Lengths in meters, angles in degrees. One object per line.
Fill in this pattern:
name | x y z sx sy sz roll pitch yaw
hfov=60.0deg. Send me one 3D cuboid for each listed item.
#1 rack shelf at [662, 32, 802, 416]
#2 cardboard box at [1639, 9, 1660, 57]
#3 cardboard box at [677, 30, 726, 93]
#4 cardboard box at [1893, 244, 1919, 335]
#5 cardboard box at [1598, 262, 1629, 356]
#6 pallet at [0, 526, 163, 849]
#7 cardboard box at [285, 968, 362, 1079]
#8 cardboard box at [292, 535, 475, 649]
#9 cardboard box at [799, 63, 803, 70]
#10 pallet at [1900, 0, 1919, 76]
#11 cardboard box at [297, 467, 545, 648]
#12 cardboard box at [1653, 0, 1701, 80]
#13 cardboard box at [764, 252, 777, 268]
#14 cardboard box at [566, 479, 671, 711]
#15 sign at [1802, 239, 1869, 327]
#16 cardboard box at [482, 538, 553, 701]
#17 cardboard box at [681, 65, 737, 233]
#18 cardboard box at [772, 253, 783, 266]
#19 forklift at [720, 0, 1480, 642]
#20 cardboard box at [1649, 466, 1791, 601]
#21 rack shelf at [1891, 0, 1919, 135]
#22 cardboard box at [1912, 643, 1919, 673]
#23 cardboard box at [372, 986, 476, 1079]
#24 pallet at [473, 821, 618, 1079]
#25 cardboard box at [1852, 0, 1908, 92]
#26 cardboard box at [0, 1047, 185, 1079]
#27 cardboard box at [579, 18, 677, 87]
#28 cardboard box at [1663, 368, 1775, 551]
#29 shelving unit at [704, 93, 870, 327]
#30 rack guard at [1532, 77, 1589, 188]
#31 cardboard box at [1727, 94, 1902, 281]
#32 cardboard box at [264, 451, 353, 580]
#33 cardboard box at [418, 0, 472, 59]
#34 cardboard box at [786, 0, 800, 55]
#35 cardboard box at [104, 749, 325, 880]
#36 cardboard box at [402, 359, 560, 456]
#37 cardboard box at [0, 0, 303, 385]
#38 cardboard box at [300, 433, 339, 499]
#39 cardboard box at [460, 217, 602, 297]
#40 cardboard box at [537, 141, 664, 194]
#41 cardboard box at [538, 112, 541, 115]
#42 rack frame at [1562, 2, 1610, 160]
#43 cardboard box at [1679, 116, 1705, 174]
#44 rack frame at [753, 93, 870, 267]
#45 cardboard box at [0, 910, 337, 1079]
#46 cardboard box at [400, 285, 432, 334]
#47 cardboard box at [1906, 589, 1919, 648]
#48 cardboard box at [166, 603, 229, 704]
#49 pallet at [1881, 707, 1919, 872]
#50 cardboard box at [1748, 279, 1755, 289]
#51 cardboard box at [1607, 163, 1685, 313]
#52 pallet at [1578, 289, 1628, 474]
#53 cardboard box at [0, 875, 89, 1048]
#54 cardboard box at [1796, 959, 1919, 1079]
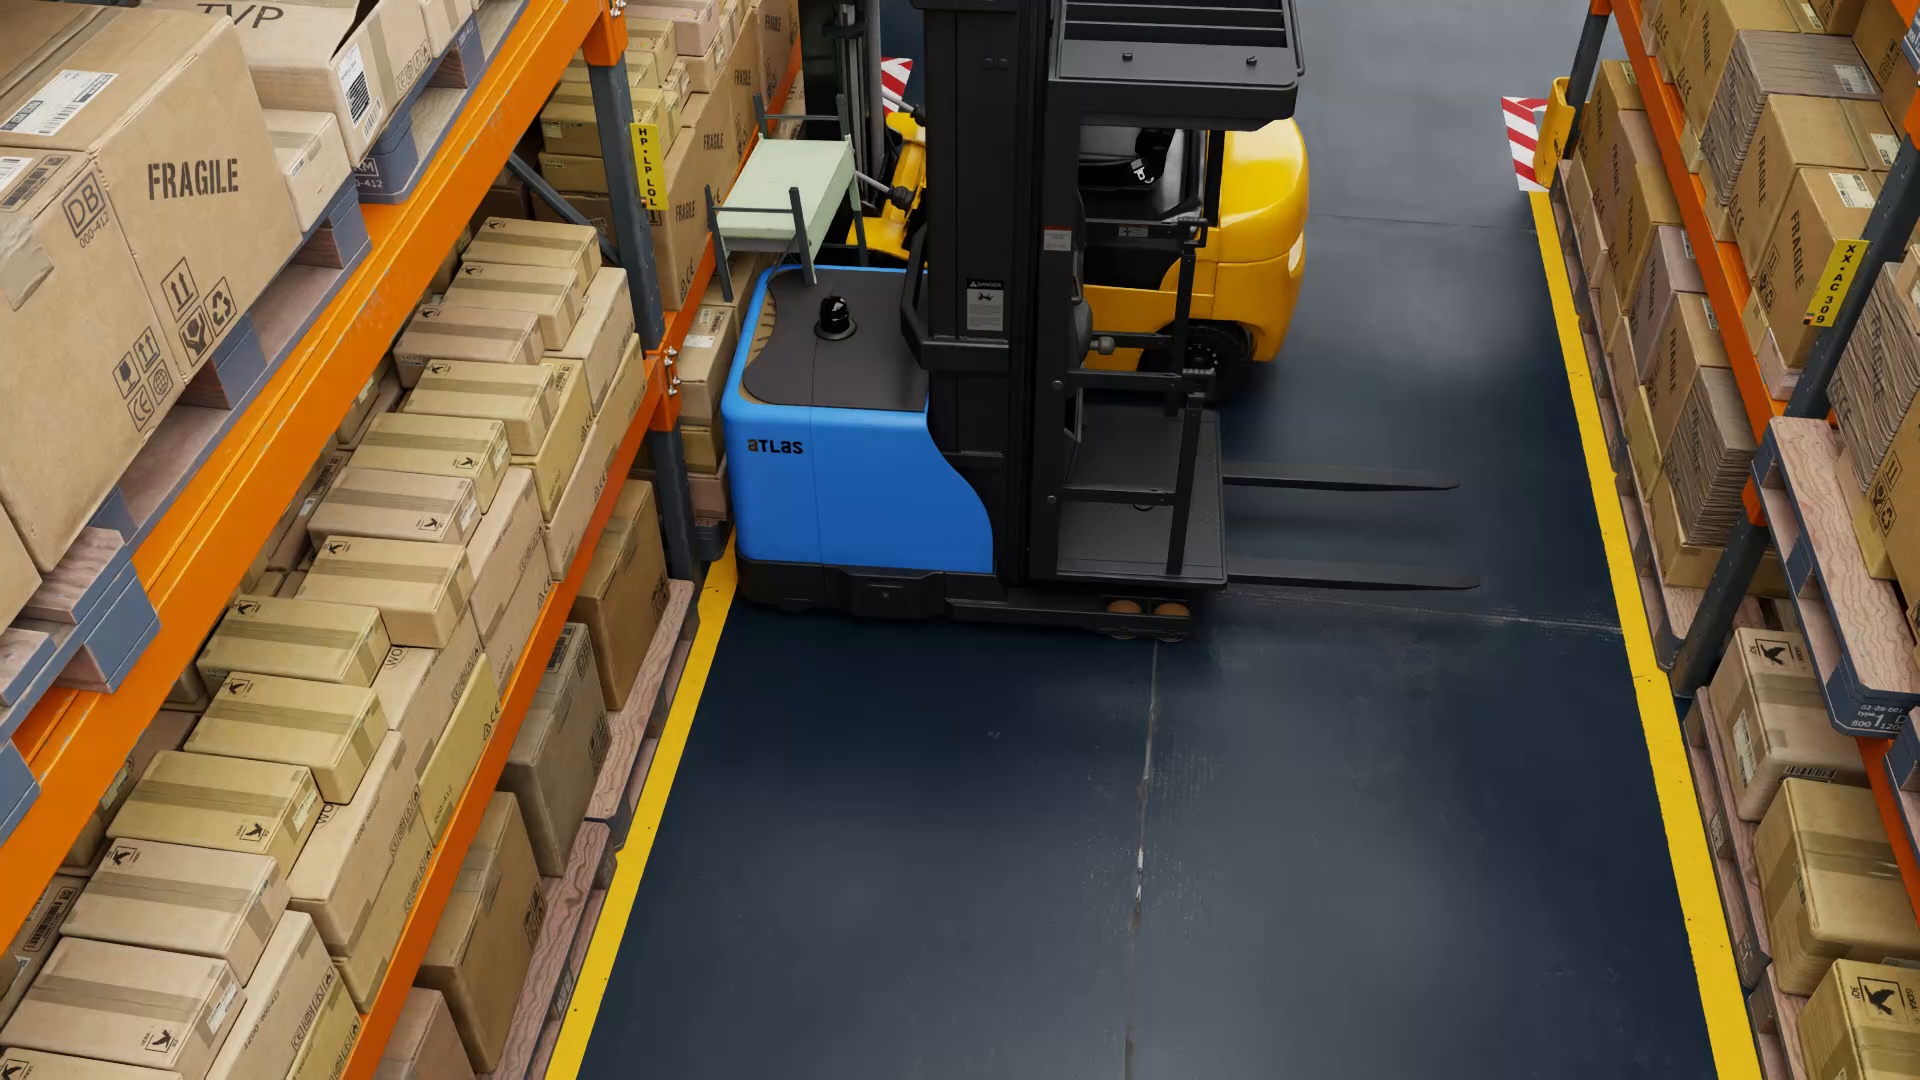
rack shelf | -1.325 -2.009 7.714 1.077 0.370 4.000 5 44 6
cardboard box | 3.396 -2.365 7.749 0.380 0.149 0.250 6 44 6
cardboard box | -1.141 -1.891 6.521 0.380 0.149 0.250 6 44 6
cardboard box | 2.919 -0.703 4.744 0.380 0.149 0.250 5 44 5
cardboard box | 3.345 -1.094 7.918 0.500 0.250 0.500 8 44 8
pallet | -2.117 0.327 2.678 1.213 0.211 1.003 7 44 7
cardboard box | -1.746 1.251 3.857 0.500 0.250 0.500 4 44 5
cardboard box | -1.512 0.135 4.381 0.380 0.149 0.250 4 44 4
cardboard box | -0.874 -2.460 8.634 0.500 0.250 0.500 6 44 6
pallet | 3.144 -1.069 4.152 1.213 0.211 1.003 5 44 6
cardboard box | -1.535 0.022 4.790 0.500 0.250 0.500 6 44 6
cardboard box | 3.391 -2.331 7.241 0.500 0.500 0.500 4 44 5
cardboard box | -1.082 -1.413 7.528 0.500 0.250 0.500 7 44 7
cardboard box | -1.647 0.159 6.322 0.875 0.625 0.625 7 44 7
sign | 2.792 -0.817 5.302 0.100 0.325 0.005 5 44 6
cardboard box | -1.554 0.193 4.974 0.500 0.250 0.500 5 44 6
cardboard box | -1.219 -1.579 6.663 0.500 0.500 0.500 6 44 6
cardboard box | -1.077 -1.230 7.698 0.500 0.250 0.500 5 44 5
forklift | 0.623 -1.030 6.206 3.031 2.935 1.130 3 44 3
cardboard box | 3.143 -0.040 6.805 0.500 0.250 0.500 7 44 7
rack shelf | 3.596 -2.650 6.209 1.077 0.370 4.000 5 44 6
cardboard box | 2.866 0.369 4.556 0.380 0.149 0.250 6 44 6
cardboard box | -1.944 1.658 4.739 0.875 0.625 0.625 7 44 7
pallet | -1.807 1.444 5.571 1.003 0.211 1.213 5 44 6
cardboard box | 3.787 -1.932 6.093 0.700 0.500 0.500 4 44 5
cardboard box | -1.750 1.174 3.284 0.380 0.149 0.250 6 44 6
cardboard box | -1.283 -1.839 6.249 0.380 0.149 0.250 5 44 5
cardboard box | 3.143 -0.313 6.548 0.500 0.500 0.500 5 44 5
shelving unit | -0.689 -1.080 7.261 0.431 1.500 0.755 4 44 12
rack guard | 3.850 -2.225 9.237 1.175 0.500 0.348 5 44 6
cardboard box | 3.205 -1.280 6.131 0.500 0.500 0.500 7 44 7
cardboard box | -2.066 -0.022 4.837 0.500 0.250 0.500 4 44 5
cardboard box | -1.434 -1.317 4.082 0.380 0.149 0.250 5 44 5
cardboard box | -1.010 -2.609 7.751 0.500 0.500 0.500 4 44 5
cardboard box | -1.716 0.643 3.844 0.380 0.149 0.250 6 44 6
cardboard box | -1.418 -0.396 4.942 0.380 0.149 0.250 4 44 4
cardboard box | -1.646 -0.661 3.134 0.500 0.500 0.500 6 44 7
cardboard box | -2.041 -0.268 4.807 0.380 0.149 0.250 5 44 5
cardboard box | -1.414 -0.926 5.502 0.380 0.149 0.250 7 44 7
cardboard box | -1.286 -1.373 5.974 0.380 0.149 0.250 5 44 5
cardboard box | -1.759 -1.775 6.399 0.380 0.149 0.250 6 44 7
rack frame | 3.860 -3.185 8.432 1.000 3.000 0.127 5 44 6
cardboard box | 3.264 -1.657 7.001 0.380 0.149 0.250 6 44 6
rack frame | -0.617 -1.328 7.519 0.400 1.500 0.023 4 44 12
cardboard box | -1.750 1.070 3.684 0.500 0.250 0.500 7 44 7
cardboard box | -1.936 -0.781 5.349 0.380 0.149 0.250 4 44 4
cardboard box | 2.840 0.215 4.247 0.500 0.500 0.500 5 44 5
cardboard box | -2.092 0.259 4.251 0.380 0.149 0.250 6 44 7
pallet | 3.024 0.984 4.169 1.003 0.211 1.213 5 44 6
cardboard box | 3.210 -0.956 6.260 0.380 0.149 0.250 5 44 6
cardboard box | 3.338 -1.373 7.667 0.500 0.500 0.500 6 44 6
pallet | 3.544 -0.741 7.879 1.003 0.211 1.213 5 44 6
cardboard box | -2.268 1.011 3.746 0.500 0.250 0.500 6 44 6
cardboard box | 3.082 1.665 4.916 0.950 0.372 0.625 7 44 7
